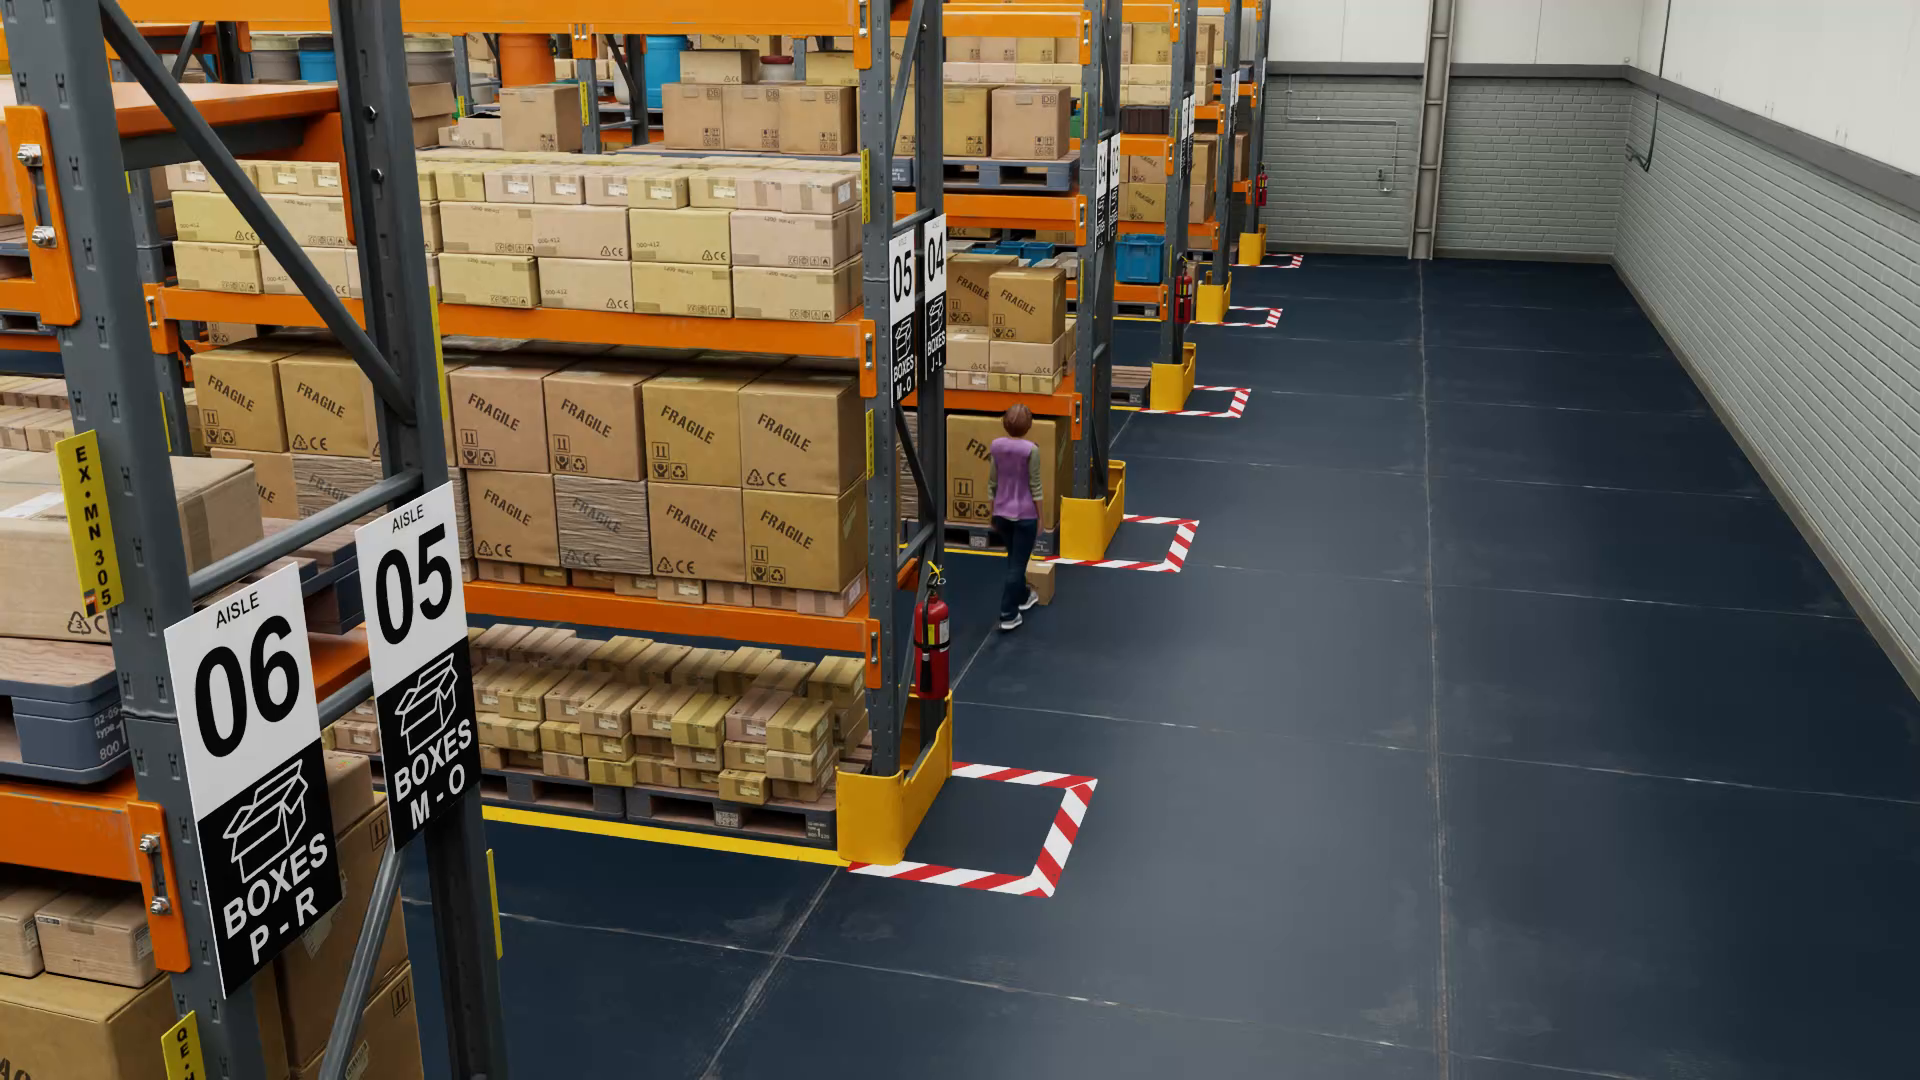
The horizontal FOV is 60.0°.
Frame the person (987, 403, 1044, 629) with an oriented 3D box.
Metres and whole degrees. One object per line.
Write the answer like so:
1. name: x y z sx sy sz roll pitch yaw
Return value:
1. person: 0.451 -0.190 11.636 0.413 1.577 0.667 12 22 31
